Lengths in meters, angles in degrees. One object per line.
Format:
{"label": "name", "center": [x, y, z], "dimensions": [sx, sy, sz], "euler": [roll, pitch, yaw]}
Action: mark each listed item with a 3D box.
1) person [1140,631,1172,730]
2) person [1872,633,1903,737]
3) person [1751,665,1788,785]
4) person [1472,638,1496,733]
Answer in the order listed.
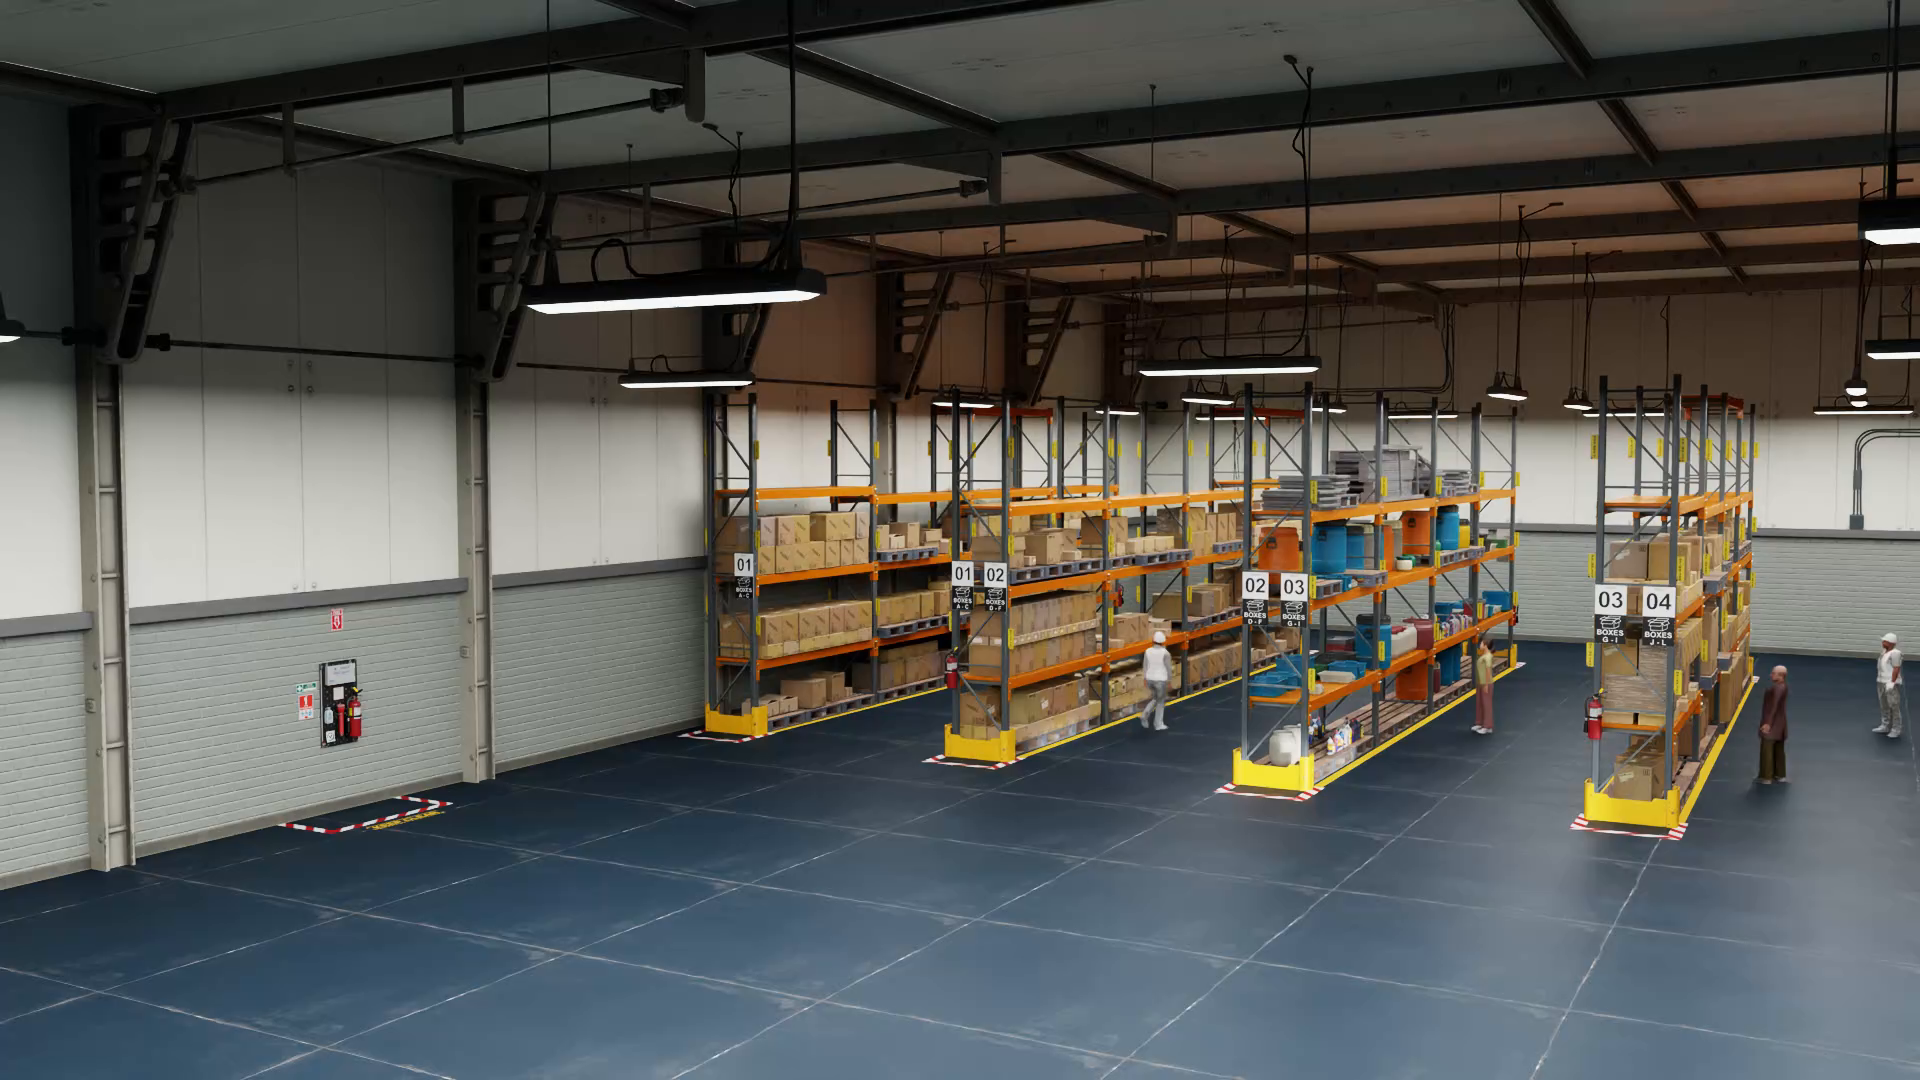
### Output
{"label": "person", "center": [3.501, 2.504, 29.594], "dimensions": [0.525, 1.765, 0.500], "euler": [-2, 4, -31]}
{"label": "person", "center": [16.331, 2.545, 29.245], "dimensions": [0.412, 1.820, 0.563], "euler": [0, 3, -6]}
{"label": "person", "center": [12.197, 2.768, 24.977], "dimensions": [0.616, 1.785, 0.453], "euler": [-3, 4, -42]}
{"label": "person", "center": [9.288, 2.567, 29.461], "dimensions": [0.366, 1.676, 0.478], "euler": [0, 3, -4]}
